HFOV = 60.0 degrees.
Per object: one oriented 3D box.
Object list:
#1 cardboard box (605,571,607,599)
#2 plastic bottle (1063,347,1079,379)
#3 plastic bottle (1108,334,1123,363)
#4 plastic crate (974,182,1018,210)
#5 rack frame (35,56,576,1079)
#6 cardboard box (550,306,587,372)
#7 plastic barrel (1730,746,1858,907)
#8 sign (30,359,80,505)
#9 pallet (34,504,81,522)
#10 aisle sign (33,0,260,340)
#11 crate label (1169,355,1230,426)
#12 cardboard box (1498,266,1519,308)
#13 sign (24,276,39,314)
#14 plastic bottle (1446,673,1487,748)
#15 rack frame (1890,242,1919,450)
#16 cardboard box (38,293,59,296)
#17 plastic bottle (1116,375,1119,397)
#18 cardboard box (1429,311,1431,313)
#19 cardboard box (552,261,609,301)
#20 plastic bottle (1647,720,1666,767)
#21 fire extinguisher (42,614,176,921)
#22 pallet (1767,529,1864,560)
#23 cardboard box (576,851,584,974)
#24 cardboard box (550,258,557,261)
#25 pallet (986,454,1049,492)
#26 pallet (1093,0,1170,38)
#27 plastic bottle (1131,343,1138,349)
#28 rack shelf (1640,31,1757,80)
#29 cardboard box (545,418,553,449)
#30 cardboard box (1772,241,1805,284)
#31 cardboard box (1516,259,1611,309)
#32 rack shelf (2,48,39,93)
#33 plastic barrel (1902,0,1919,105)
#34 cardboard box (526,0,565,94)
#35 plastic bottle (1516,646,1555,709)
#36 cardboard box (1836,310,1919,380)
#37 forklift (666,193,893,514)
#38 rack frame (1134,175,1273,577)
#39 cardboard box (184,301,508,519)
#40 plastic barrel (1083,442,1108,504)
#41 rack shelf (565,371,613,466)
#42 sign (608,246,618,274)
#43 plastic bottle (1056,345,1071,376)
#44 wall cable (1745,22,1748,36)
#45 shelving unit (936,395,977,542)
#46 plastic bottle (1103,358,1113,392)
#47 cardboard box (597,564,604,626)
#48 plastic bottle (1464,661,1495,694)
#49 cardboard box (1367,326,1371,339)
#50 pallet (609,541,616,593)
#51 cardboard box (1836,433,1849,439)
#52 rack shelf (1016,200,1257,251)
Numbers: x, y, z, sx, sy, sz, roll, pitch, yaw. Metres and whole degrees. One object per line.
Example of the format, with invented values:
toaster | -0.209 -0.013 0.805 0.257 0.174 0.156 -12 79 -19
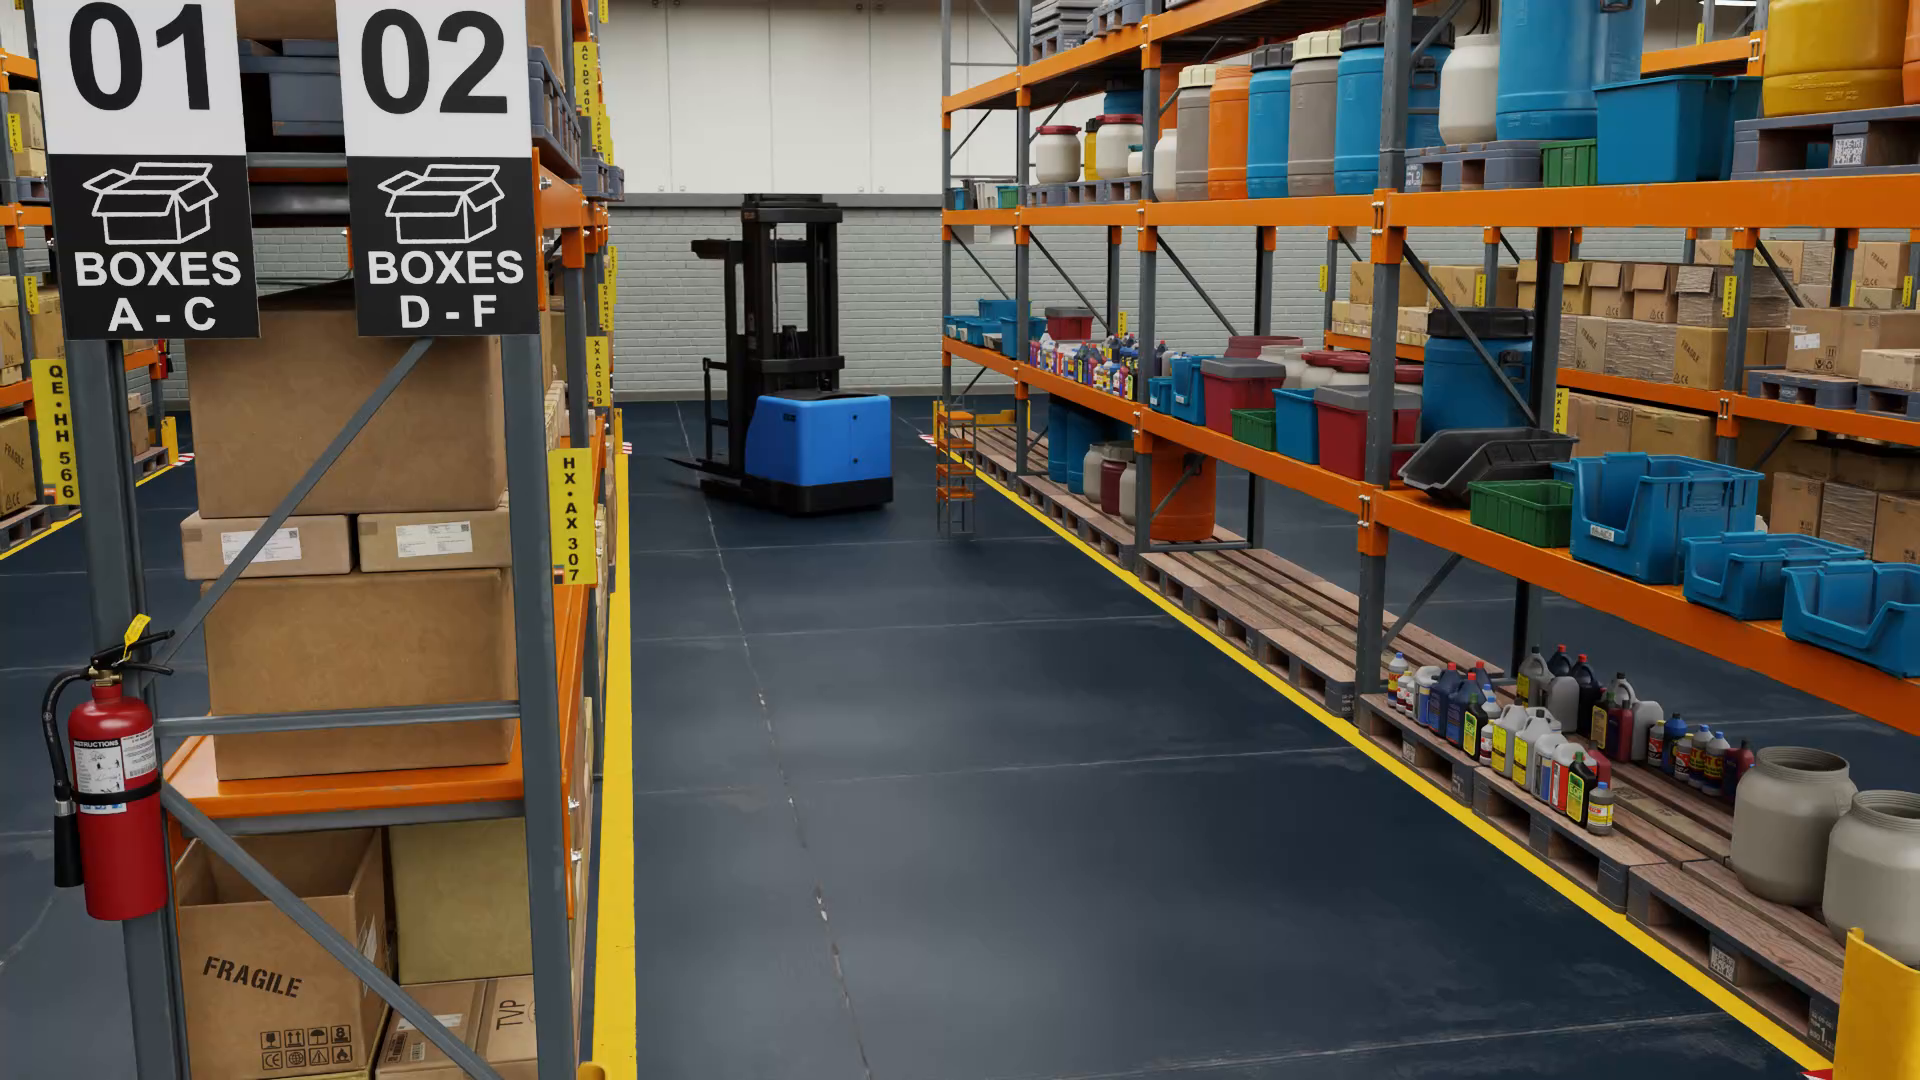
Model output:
cardboard box | -2.573 0.288 10.892 0.500 0.250 0.500 -2 11 -12
plastic bottle | 1.005 -1.580 14.805 0.152 0.276 0.135 -2 11 -11
plastic bottle | 1.457 -1.732 15.404 0.144 0.351 0.185 -2 11 -11
plastic crate | 0.414 -3.683 17.819 0.437 0.282 0.530 -2 11 -11
rack frame | -1.462 0.429 3.922 1.000 3.000 0.127 -2 11 -11
cardboard box | -3.242 -1.580 13.085 0.700 0.500 0.500 0 11 0
plastic barrel | 3.097 1.055 6.161 0.421 0.512 0.421 0 11 0
sign | -1.997 -0.239 3.701 0.100 0.325 0.005 -2 11 -11
pallet | -8.726 -0.364 15.544 1.003 0.211 1.213 -2 11 -11
aisle sign | -1.738 -0.826 3.560 0.394 0.787 0.004 -2 11 -11
crate label | 1.769 -1.043 11.561 0.502 0.435 0.616 -2 11 -11
cardboard box | 6.079 -2.670 17.801 0.500 0.500 0.500 -2 11 -11
sign | -8.124 -2.143 14.547 0.100 0.325 0.005 -2 11 -11
plastic bottle | 2.406 0.798 7.887 0.144 0.351 0.185 -3 11 -13
rack frame | 10.806 -2.294 18.225 1.000 3.000 0.127 -2 11 -11
cardboard box | -8.881 -1.973 15.737 0.980 0.700 0.700 -2 11 -12
plastic bottle | 1.295 -1.243 13.238 0.097 0.201 0.097 0 11 0
cardboard box | 5.475 -2.371 18.234 0.500 0.250 0.500 -2 11 -9
cardboard box | -3.612 -2.409 15.890 0.500 0.500 0.500 -2 11 -10
plastic bottle | 3.205 0.927 7.612 0.097 0.201 0.097 0 11 0
fire extinguisher | -1.895 0.505 3.727 0.296 0.674 0.183 -2 11 -11
pallet | 6.850 0.115 13.027 1.003 0.211 1.213 -2 11 -11
cardboard box | -1.546 1.283 5.662 0.500 0.250 0.500 -2 11 -11
cardboard box | -4.445 -2.675 17.284 0.500 0.500 0.500 -2 11 -12
pallet | 0.882 -0.715 17.390 1.003 0.211 1.213 -2 11 -11
pallet | 1.731 -4.009 12.769 1.213 0.211 1.003 -2 11 -11
plastic bottle | 1.626 -1.671 15.284 0.152 0.276 0.135 -2 11 -11
rack shelf | 6.311 -4.162 14.991 1.077 0.370 4.000 -2 11 -11
cardboard box | -1.677 -0.349 6.006 0.380 0.149 0.250 -2 11 -9
cardboard box | 10.142 -3.340 19.984 0.500 0.500 0.500 -2 11 -13
cardboard box | 6.054 -2.557 16.657 0.797 0.503 0.637 -2 11 -12
rack shelf | -9.044 -4.355 16.006 1.077 0.370 4.000 -2 11 -11
plastic barrel | 3.178 -1.726 4.949 0.600 0.830 0.708 -2 11 -11
cardboard box | -1.517 -1.684 5.232 0.500 0.500 0.500 -2 11 -11
plastic bottle | 2.886 0.714 8.333 0.144 0.351 0.185 -2 11 -11
cardboard box | 7.050 -1.457 12.440 0.700 0.500 0.500 0 11 -3
forklift | -1.923 -1.900 16.338 1.130 2.935 3.031 -8 13 -37
rack frame | 1.841 -1.218 12.574 1.000 3.000 0.127 -2 11 -11
cardboard box | -1.551 -0.354 4.295 0.700 0.500 0.500 -2 11 -11
plastic barrel | 1.312 -0.599 14.850 0.421 0.512 0.421 0 11 0
rack shelf | -3.407 -1.052 13.625 1.077 0.370 4.000 -2 11 -11
sign | -4.026 -3.246 19.289 0.100 0.325 0.005 -2 11 -11
plastic bottle | 0.960 -1.622 15.029 0.152 0.276 0.135 -2 11 -11
wall cable | 14.220 -7.233 28.130 2.355 3.000 0.029 -2 11 -11
shelving unit | -0.032 -0.620 14.244 0.258 1.200 0.503 -2 11 -11
plastic bottle | 1.219 -1.349 13.606 0.097 0.271 0.097 0 11 0
cardboard box | -2.270 0.292 9.370 0.500 0.311 0.500 -2 11 -13
plastic bottle | 2.510 0.759 8.096 0.144 0.351 0.185 -2 11 -11
cardboard box | 5.091 -2.477 19.857 0.380 0.149 0.250 -2 11 -12
pallet | -3.126 0.193 12.618 1.003 0.211 1.213 -2 11 -11
cardboard box | 10.313 -1.256 19.273 0.380 0.149 0.250 -2 11 -13
rack shelf | 1.452 -2.705 14.288 1.077 0.370 4.000 -2 11 -11
